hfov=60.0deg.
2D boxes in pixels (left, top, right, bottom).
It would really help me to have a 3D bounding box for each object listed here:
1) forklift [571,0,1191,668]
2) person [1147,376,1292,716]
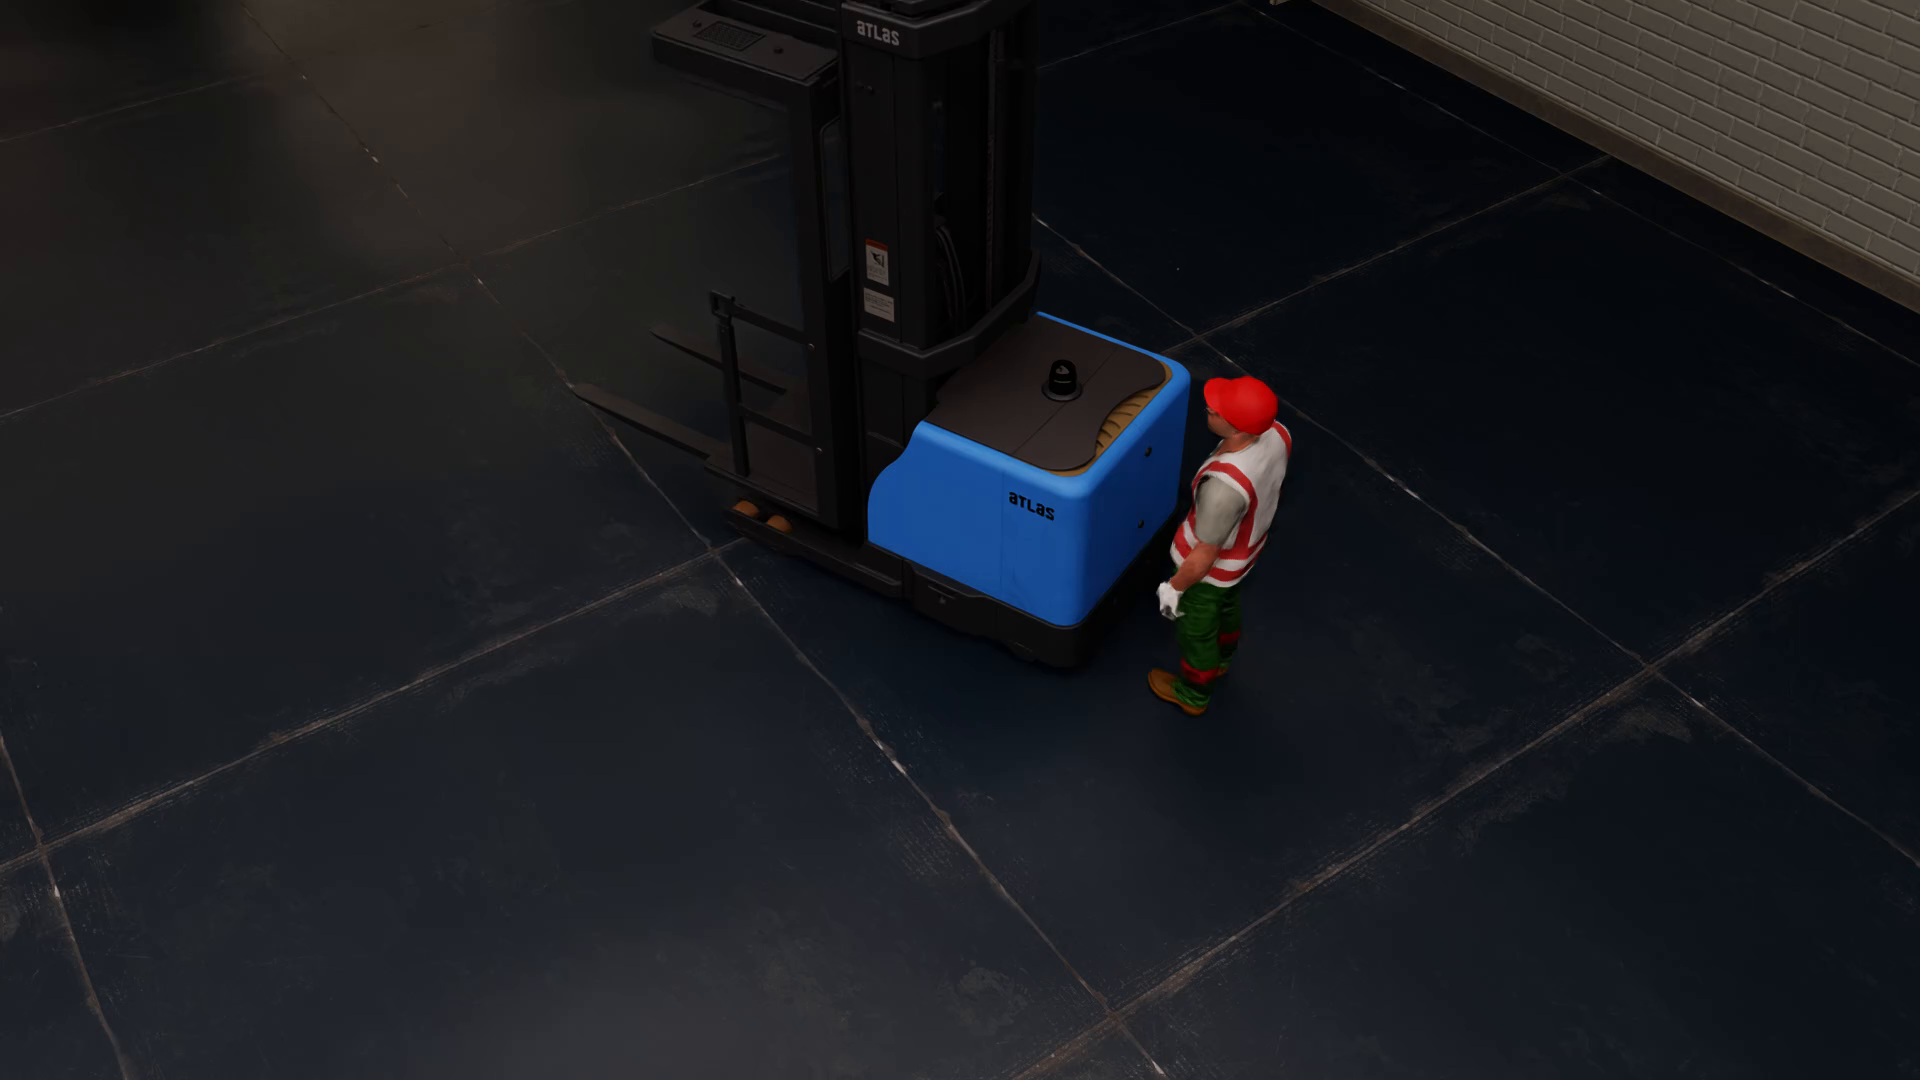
[{"bbox_3d":[-0.511,-1.302,7.129,3.031,2.935,1.130,24,48,24],"label":"forklift"},{"bbox_3d":[1.002,0.023,6.528,0.440,1.788,0.713,24,48,24],"label":"person"}]
